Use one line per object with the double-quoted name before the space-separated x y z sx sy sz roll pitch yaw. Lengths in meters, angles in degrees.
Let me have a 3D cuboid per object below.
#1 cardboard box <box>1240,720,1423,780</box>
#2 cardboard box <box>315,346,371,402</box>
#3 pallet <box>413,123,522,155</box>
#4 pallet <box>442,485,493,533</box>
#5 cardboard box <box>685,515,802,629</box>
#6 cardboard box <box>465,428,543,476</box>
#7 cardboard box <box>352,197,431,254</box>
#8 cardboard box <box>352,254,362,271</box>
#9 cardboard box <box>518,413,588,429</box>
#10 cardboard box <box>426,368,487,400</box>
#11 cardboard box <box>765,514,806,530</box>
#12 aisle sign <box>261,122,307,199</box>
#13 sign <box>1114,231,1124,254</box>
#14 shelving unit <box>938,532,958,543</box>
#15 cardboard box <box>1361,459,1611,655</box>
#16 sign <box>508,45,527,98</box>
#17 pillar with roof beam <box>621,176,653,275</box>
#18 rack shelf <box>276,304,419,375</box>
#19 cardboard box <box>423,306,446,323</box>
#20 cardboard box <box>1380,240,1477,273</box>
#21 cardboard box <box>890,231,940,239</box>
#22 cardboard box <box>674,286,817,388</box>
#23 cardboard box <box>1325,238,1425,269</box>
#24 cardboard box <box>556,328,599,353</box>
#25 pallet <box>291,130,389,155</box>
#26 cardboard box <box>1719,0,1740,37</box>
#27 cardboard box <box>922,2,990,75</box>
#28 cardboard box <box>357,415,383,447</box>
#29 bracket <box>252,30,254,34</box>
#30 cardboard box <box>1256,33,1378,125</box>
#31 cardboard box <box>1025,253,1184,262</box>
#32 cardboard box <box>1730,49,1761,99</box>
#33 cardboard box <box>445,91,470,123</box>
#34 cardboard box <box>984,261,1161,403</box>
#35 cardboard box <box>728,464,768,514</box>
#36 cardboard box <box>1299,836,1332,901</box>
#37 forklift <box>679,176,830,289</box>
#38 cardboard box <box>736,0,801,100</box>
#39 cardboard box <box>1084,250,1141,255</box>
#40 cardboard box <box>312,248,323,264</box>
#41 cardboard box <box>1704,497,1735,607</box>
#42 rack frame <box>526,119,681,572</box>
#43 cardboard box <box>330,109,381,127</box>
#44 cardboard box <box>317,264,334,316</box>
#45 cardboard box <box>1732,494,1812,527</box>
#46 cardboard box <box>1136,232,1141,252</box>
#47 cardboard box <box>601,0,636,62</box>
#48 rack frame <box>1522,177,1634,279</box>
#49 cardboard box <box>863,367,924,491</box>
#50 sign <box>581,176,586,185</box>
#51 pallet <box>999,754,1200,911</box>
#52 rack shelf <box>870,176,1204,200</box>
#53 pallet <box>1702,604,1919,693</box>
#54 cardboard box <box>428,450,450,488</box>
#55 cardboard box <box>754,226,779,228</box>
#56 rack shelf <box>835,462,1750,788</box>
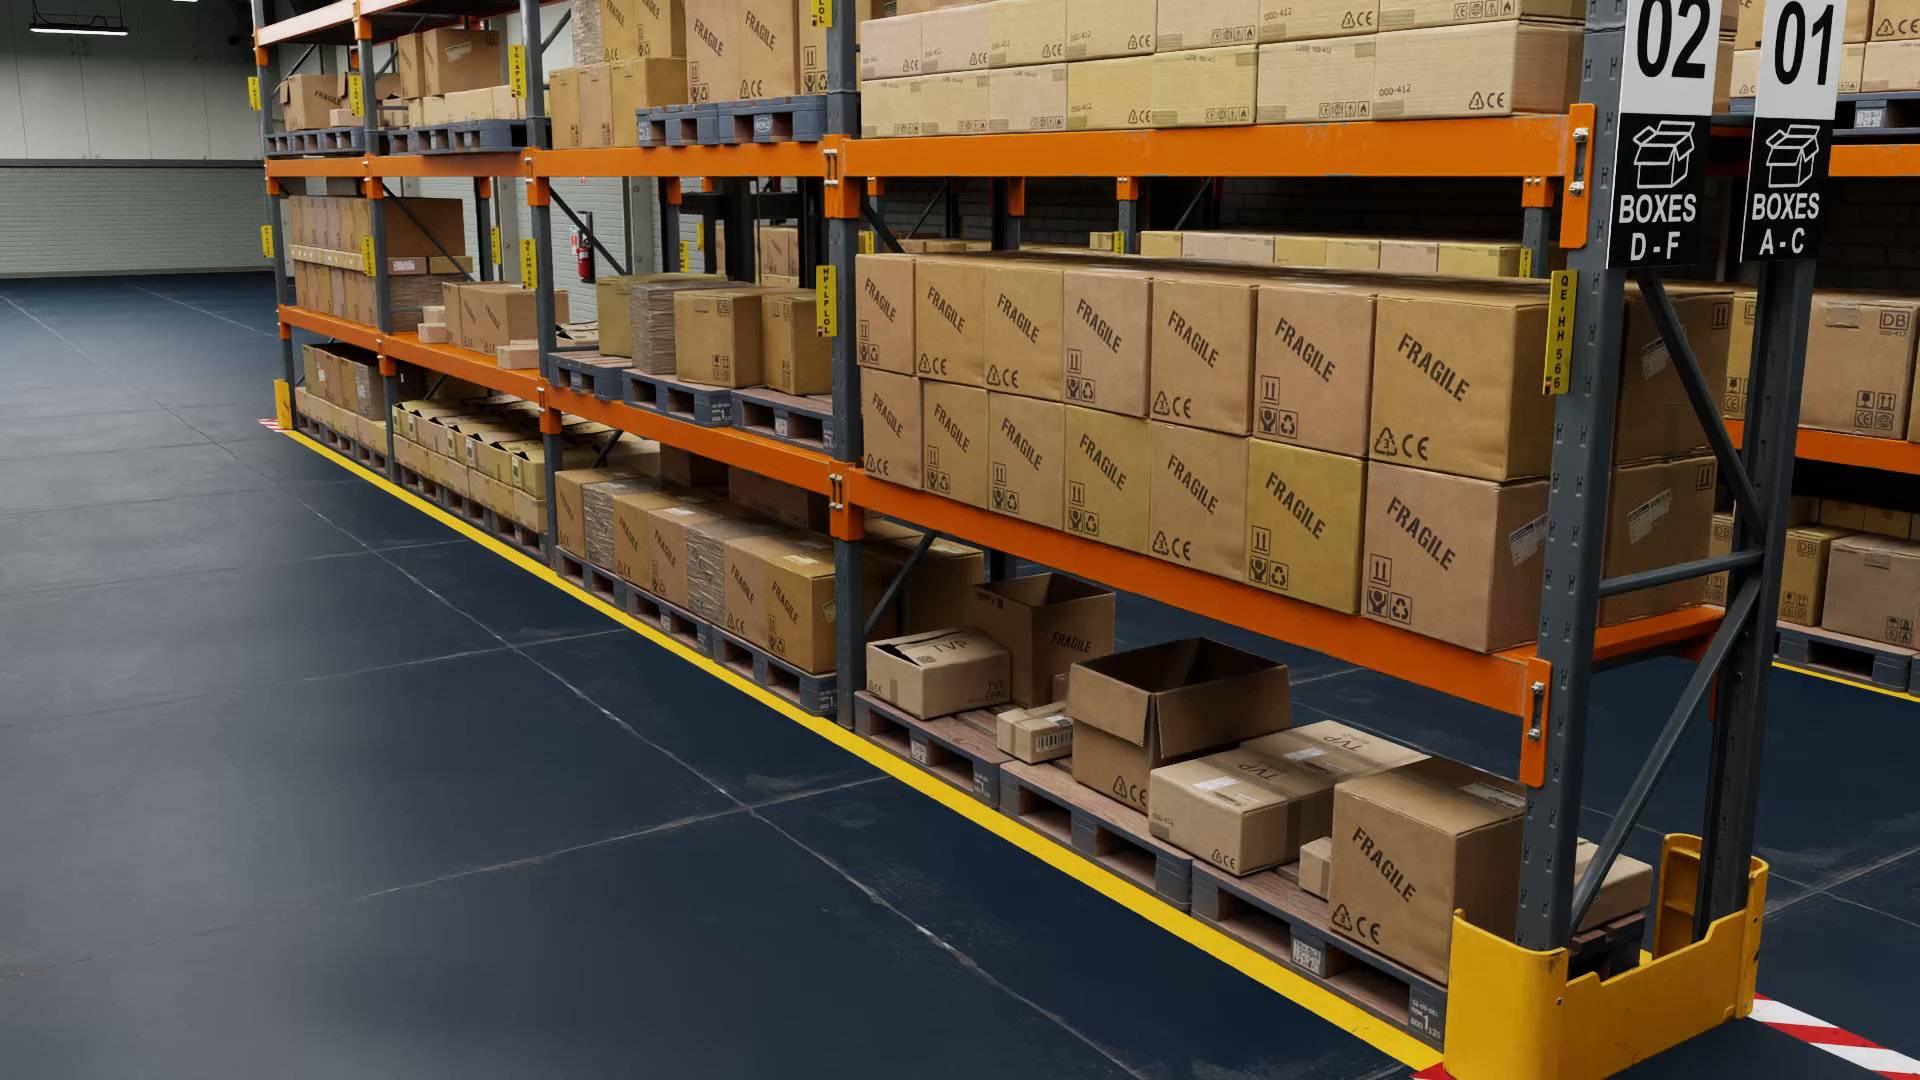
"cardboard box" 1.442 0.930 6.496 0.500 0.250 0.500 -8 15 -33
"cardboard box" -6.126 -1.667 16.659 0.500 0.500 0.500 -8 15 -33
"pallet" -3.444 -2.995 12.457 1.003 0.211 1.213 -7 14 -30
"pallet" -3.467 -0.319 13.326 1.003 0.211 1.213 -8 15 -33
"cardboard box" -1.212 0.172 9.374 0.500 0.500 0.500 -8 15 -32
"cardboard box" -3.437 -0.695 12.659 0.500 0.311 0.500 -8 15 -33
"cardboard box" -5.120 -2.875 15.218 0.700 0.500 0.500 -8 15 -33
"cardboard box" -5.346 -2.551 15.251 0.380 0.149 0.250 -8 15 -33
"cardboard box" -3.281 -0.852 13.377 0.500 0.311 0.500 -8 15 -33
"cardboard box" -4.584 -1.373 15.315 0.500 0.500 0.500 -8 15 -33
"cardboard box" -0.796 0.106 9.677 0.500 0.500 0.500 -8 15 -32
"aisle sign" -7.095 -3.982 17.462 0.394 0.787 0.004 -8 15 -33
"sign" 1.304 -2.361 13.614 0.100 0.325 0.005 -8 15 -33
"shelving unit" -0.008 -0.589 12.245 0.258 1.200 0.189 -8 15 -33
"cardboard box" 1.586 0.013 5.046 0.500 0.500 0.500 -8 14 -31
"sign" -2.838 -3.006 10.668 0.100 0.325 0.005 -8 15 -33
"pillar with roof beam" -8.482 -6.789 22.344 9.100 9.000 0.400 -8 15 -33
"rack shelf" -5.696 -2.029 16.303 1.077 0.370 4.000 -8 15 -33
"cardboard box" -4.279 -1.869 14.239 0.500 0.250 0.500 -7 14 -29
"cardboard box" 3.220 -1.904 11.315 0.500 0.250 0.500 -8 15 -32
"cardboard box" -0.552 -3.023 17.713 0.500 0.500 0.500 -9 15 -34
"cardboard box" -1.186 -1.163 9.441 0.500 0.500 0.700 11 16 41
"cardboard box" 2.937 -1.995 11.730 0.500 0.250 0.500 -8 15 -32
"cardboard box" -2.537 -1.340 11.675 0.500 0.311 0.500 -7 14 -29
"pallet" -5.754 -3.812 15.959 1.003 0.211 1.213 -8 15 -33
"cardboard box" 1.993 -1.649 5.041 0.500 0.250 0.500 -8 15 -33
"cardboard box" 0.186 -2.034 6.800 0.500 0.250 0.500 -8 15 -33
"cardboard box" -5.295 -1.033 15.519 0.500 0.250 0.500 -8 15 -33
"bracket" -18.261 -13.210 43.278 0.235 0.232 0.430 -8 15 -33
"cardboard box" 1.289 -1.433 5.223 0.500 0.250 0.500 -8 15 -33
"cardboard box" 0.627 -0.989 7.289 0.500 0.500 0.500 -8 15 -34
"cardboard box" 4.400 -2.589 9.291 0.500 0.250 0.500 -8 15 -34
"cardboard box" -3.579 -3.275 12.662 0.500 0.250 0.500 -10 16 -38
"cardboard box" 0.442 -0.839 6.603 0.500 0.500 0.500 -9 15 -34
"cardboard box" -1.053 -0.344 9.979 0.500 0.250 0.500 -8 15 -34
"cardboard box" 1.405 1.128 5.783 0.380 0.166 0.250 -8 15 -33
"forklift" -1.848 -2.041 14.833 1.130 2.935 3.031 -8 15 -32
"cardboard box" -0.762 -2.585 8.687 0.600 0.600 0.600 -8 15 -33
"cardboard box" 1.482 -2.247 14.350 0.700 0.500 0.500 -10 16 -39
"cardboard box" -6.192 -2.823 16.498 0.380 0.149 0.250 -9 15 -35
"cardboard box" 4.571 0.062 9.926 0.700 0.500 0.500 -8 15 -33
"rack frame" -2.371 -1.313 11.346 1.000 3.000 0.127 -8 15 -33
"cardboard box" -5.484 -3.823 15.079 0.380 0.149 0.250 -8 15 -33
"cardboard box" -5.991 -2.519 16.624 0.700 0.500 0.500 -8 15 -32
"cardboard box" 4.623 -0.169 9.465 0.380 0.149 0.250 -9 15 -34
"cardboard box" 1.534 -2.539 14.168 0.380 0.149 0.250 -11 16 -40
"cardboard box" -1.852 -3.147 10.135 0.500 0.500 0.500 -8 15 -33
"rack frame" 3.967 -1.189 10.778 1.000 3.000 0.127 -8 15 -33
"cardboard box" -0.100 -0.528 7.521 0.500 0.500 0.500 -8 14 -31
"sign" -6.157 -5.958 27.158 0.001 0.298 0.199 -8 15 -33
"pallet" 0.904 1.100 6.839 1.003 0.211 1.213 -8 15 -33
"rack shelf" 0.642 -3.370 15.414 1.077 0.370 4.000 -8 15 -33
"pallet" 5.003 0.535 9.422 1.003 0.211 1.213 -8 15 -33
"cardboard box" -3.999 -0.603 13.550 0.500 0.250 0.500 -9 15 -34
"cardboard box" -2.402 -3.416 19.512 0.500 0.500 0.500 -8 15 -33
"rack shelf" 0.953 0.105 6.544 1.077 0.370 4.000 -8 15 -33
